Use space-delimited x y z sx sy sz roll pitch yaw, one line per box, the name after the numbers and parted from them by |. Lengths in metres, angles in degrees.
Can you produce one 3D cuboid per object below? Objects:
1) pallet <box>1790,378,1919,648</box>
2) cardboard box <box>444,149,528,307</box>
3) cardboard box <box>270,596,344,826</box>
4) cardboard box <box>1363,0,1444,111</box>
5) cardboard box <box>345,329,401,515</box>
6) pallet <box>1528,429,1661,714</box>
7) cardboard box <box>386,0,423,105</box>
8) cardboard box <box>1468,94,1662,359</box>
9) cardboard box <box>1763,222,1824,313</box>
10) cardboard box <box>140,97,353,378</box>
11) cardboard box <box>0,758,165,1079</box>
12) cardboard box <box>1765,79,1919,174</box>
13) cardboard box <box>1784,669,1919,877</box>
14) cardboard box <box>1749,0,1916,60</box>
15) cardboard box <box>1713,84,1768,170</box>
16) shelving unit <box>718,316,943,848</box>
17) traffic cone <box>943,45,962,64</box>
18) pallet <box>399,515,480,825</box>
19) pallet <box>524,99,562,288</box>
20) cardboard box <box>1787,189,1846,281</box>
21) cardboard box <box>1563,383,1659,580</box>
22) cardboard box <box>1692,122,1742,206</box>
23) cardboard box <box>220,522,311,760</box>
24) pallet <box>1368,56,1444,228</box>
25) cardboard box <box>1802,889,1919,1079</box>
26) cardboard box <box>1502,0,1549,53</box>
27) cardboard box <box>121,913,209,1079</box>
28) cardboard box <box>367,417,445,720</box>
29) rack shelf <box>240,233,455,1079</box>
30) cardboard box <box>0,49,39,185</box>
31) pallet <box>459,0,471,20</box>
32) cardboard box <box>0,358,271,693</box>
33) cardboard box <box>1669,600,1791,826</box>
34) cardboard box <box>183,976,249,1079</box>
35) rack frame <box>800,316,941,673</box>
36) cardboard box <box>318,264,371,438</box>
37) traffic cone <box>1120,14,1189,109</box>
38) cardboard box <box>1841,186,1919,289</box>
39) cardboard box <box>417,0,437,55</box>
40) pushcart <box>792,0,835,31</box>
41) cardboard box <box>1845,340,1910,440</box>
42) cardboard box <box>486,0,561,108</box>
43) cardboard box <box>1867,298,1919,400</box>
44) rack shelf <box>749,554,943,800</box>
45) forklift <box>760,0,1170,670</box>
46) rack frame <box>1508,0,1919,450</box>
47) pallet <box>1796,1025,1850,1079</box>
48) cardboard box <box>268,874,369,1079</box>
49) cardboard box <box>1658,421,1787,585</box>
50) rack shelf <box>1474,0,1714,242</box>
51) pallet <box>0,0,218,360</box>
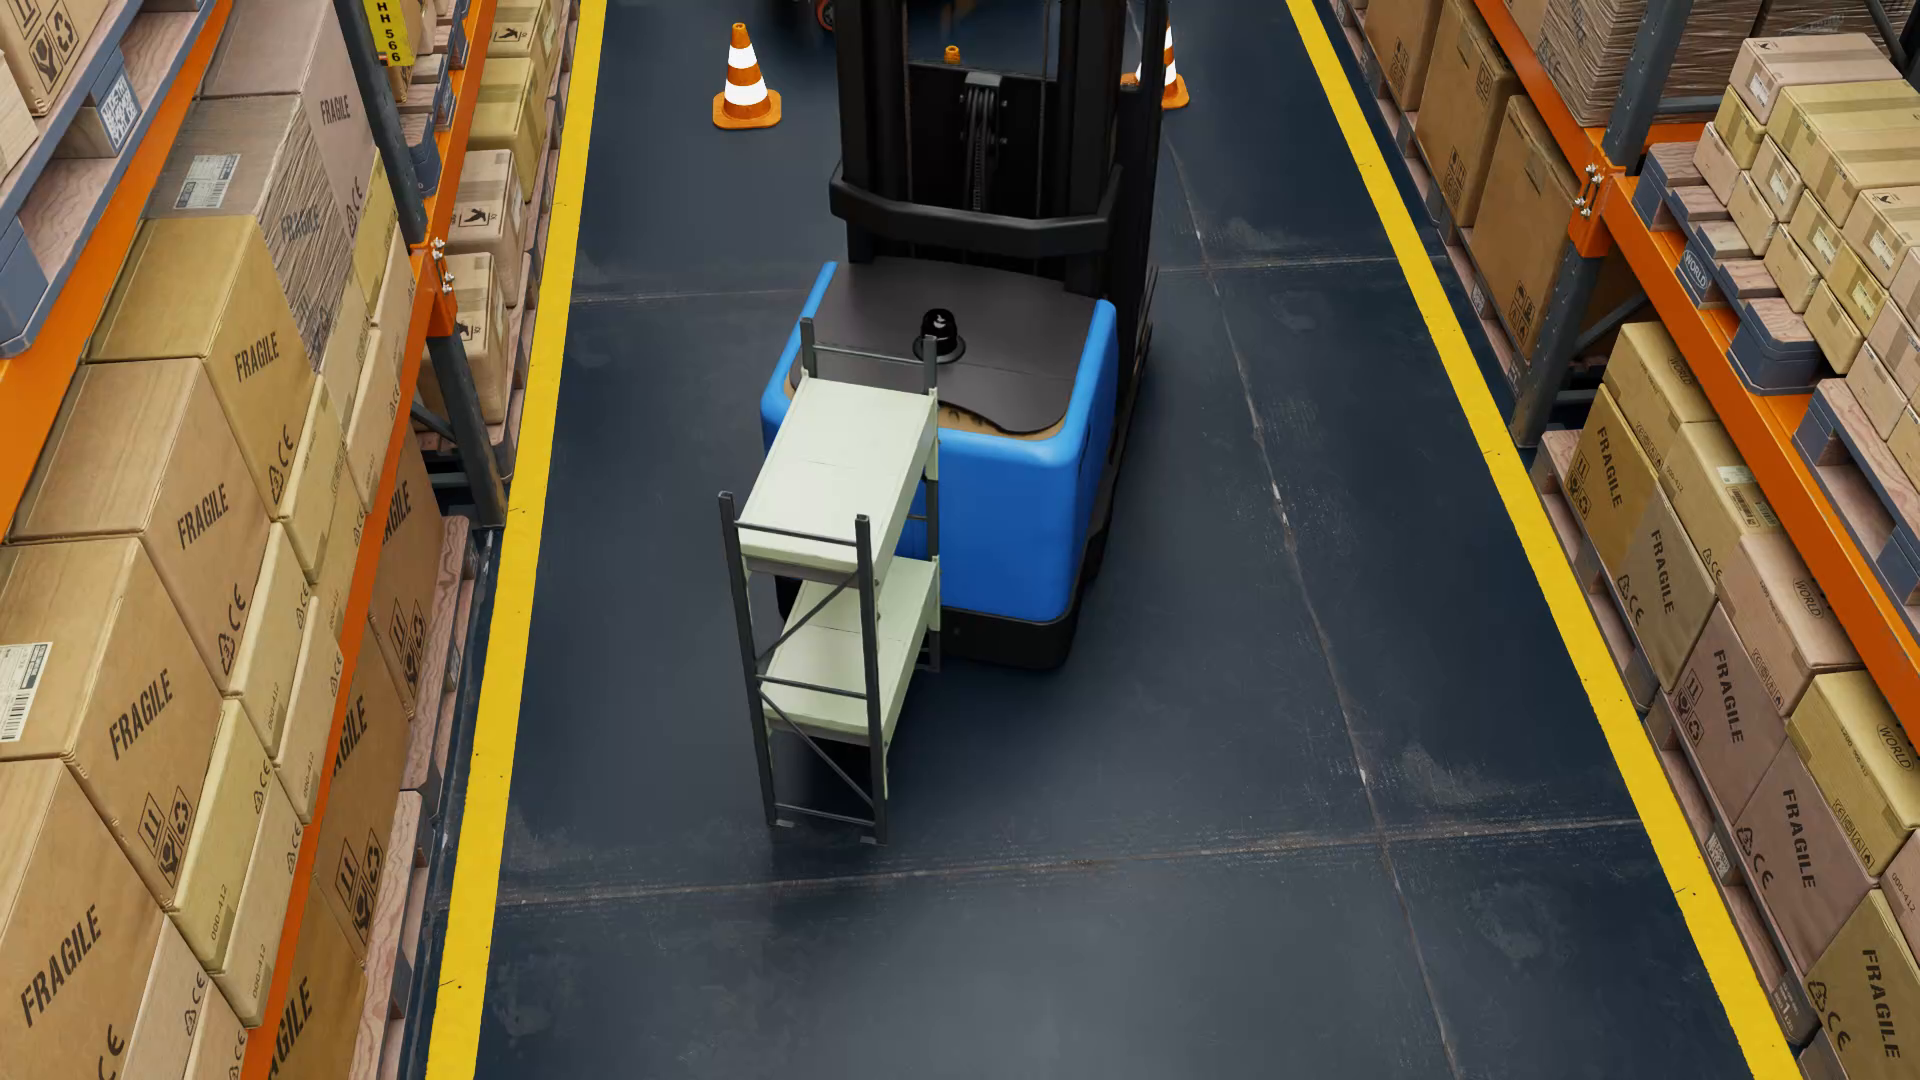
2.908 0.033 4.285 1.003 0.211 1.213 -3 47 -3 | pallet
-2.330 -1.273 6.910 0.950 0.372 0.625 -4 47 -4 | cardboard box
-1.766 0.414 3.895 0.500 0.250 0.500 -4 47 -4 | cardboard box
2.585 -2.586 7.893 1.050 0.750 0.750 -3 47 -3 | cardboard box
-1.863 -0.319 4.589 0.500 0.250 0.500 -3 47 -3 | cardboard box
2.765 0.061 6.047 1.003 0.211 1.213 -3 47 -3 | pallet
-2.030 -1.710 5.240 0.500 0.500 0.500 -5 47 -4 | cardboard box
2.740 -1.280 6.656 1.050 0.750 0.750 -4 47 -4 | cardboard box
2.583 -0.796 4.821 0.380 0.149 0.250 -1 47 -1 | cardboard box
-1.868 -0.738 4.126 0.500 0.500 0.500 -3 47 -3 | cardboard box
-1.709 0.725 2.740 0.500 0.500 0.500 -4 47 -4 | cardboard box
2.572 -1.185 4.781 0.380 0.149 0.250 -5 47 -4 | cardboard box
2.634 0.610 4.522 0.500 0.250 0.500 -5 47 -5 | cardboard box
2.933 -1.839 5.857 0.500 0.500 0.500 -3 47 -3 | cardboard box
2.542 -1.262 5.058 0.380 0.149 0.250 -2 47 -2 | cardboard box
-0.346 0.170 5.056 0.431 1.500 0.755 9 47 9 | shelving unit
-0.038 -2.150 7.967 0.336 0.463 0.334 -3 47 -3 | traffic cone
-2.232 0.445 5.683 1.003 0.211 1.213 -3 47 -3 | pallet
-2.386 -1.576 7.597 1.003 0.211 1.213 -3 47 -3 | pallet
2.592 -0.872 4.689 0.380 0.149 0.250 -5 47 -5 | cardboard box
2.506 -0.221 5.825 0.500 0.500 0.500 -5 47 -5 | cardboard box
2.538 -1.185 5.190 0.380 0.149 0.250 -4 47 -4 | cardboard box
-1.776 0.241 3.715 0.500 0.250 0.500 -5 47 -4 | cardboard box
2.611 -1.960 7.961 1.003 0.211 1.213 -3 47 -3 | pallet
2.680 1.255 4.428 0.500 0.500 0.500 -4 47 -4 | cardboard box
2.356 -2.168 6.168 0.500 0.500 0.500 -3 47 -3 | cardboard box
-1.716 0.974 3.021 0.500 0.250 0.500 -3 47 -3 | cardboard box
-2.248 0.002 5.356 0.875 0.875 0.875 -4 47 -4 | cardboard box
-2.056 0.605 4.106 1.077 0.370 4.000 -3 47 -3 | rack shelf
-1.692 -0.668 2.554 0.396 0.266 0.258 0 47 0 | cardboard box
-2.430 -2.453 6.639 1.003 0.211 1.213 -3 47 -3 | pallet
-1.798 -0.012 3.438 0.500 0.500 0.500 -4 47 -4 | cardboard box
2.599 0.514 5.130 0.500 0.500 0.500 -5 47 -4 | cardboard box
-1.707 1.148 3.200 0.500 0.250 0.500 -5 47 -4 | cardboard box
-0.264 -0.089 5.302 0.400 1.500 0.023 9 47 9 | rack frame
-1.883 -0.504 4.420 0.500 0.250 0.500 -5 47 -4 | cardboard box
0.974 -2.423 8.226 0.336 0.463 0.334 -3 47 -3 | traffic cone
2.610 -0.816 4.431 0.380 0.149 0.250 -5 47 -5 | cardboard box
-2.032 -1.801 5.773 0.380 0.149 0.250 -6 47 -6 | cardboard box
-0.290 -3.256 9.074 1.648 0.377 0.936 -19 49 -17 | pushcart
2.632 -0.408 4.454 0.380 0.149 0.250 -2 47 -2 | cardboard box
-2.448 -2.325 7.906 0.950 0.372 0.625 -1 47 -1 | cardboard box
2.633 -0.510 4.346 0.380 0.149 0.250 -3 47 -3 | cardboard box
-0.346 0.394 5.293 0.431 0.370 0.720 9 47 9 | rack shelf
0.182 -1.652 5.796 1.130 2.935 3.031 9 47 9 | forklift
2.701 -1.463 5.570 1.000 3.000 0.127 -3 47 -3 | rack frame
2.969 1.827 4.375 1.003 0.211 1.213 -3 47 -3 | pallet
-2.103 1.294 4.132 0.875 0.875 0.875 -2 47 -2 | cardboard box
2.560 -0.125 5.219 0.500 0.250 0.500 -4 47 -4 | cardboard box
2.534 -2.663 7.201 1.077 0.370 4.000 -3 47 -3 | rack shelf
-2.020 -0.784 2.991 1.003 0.211 1.213 -2 47 -1 | pallet
